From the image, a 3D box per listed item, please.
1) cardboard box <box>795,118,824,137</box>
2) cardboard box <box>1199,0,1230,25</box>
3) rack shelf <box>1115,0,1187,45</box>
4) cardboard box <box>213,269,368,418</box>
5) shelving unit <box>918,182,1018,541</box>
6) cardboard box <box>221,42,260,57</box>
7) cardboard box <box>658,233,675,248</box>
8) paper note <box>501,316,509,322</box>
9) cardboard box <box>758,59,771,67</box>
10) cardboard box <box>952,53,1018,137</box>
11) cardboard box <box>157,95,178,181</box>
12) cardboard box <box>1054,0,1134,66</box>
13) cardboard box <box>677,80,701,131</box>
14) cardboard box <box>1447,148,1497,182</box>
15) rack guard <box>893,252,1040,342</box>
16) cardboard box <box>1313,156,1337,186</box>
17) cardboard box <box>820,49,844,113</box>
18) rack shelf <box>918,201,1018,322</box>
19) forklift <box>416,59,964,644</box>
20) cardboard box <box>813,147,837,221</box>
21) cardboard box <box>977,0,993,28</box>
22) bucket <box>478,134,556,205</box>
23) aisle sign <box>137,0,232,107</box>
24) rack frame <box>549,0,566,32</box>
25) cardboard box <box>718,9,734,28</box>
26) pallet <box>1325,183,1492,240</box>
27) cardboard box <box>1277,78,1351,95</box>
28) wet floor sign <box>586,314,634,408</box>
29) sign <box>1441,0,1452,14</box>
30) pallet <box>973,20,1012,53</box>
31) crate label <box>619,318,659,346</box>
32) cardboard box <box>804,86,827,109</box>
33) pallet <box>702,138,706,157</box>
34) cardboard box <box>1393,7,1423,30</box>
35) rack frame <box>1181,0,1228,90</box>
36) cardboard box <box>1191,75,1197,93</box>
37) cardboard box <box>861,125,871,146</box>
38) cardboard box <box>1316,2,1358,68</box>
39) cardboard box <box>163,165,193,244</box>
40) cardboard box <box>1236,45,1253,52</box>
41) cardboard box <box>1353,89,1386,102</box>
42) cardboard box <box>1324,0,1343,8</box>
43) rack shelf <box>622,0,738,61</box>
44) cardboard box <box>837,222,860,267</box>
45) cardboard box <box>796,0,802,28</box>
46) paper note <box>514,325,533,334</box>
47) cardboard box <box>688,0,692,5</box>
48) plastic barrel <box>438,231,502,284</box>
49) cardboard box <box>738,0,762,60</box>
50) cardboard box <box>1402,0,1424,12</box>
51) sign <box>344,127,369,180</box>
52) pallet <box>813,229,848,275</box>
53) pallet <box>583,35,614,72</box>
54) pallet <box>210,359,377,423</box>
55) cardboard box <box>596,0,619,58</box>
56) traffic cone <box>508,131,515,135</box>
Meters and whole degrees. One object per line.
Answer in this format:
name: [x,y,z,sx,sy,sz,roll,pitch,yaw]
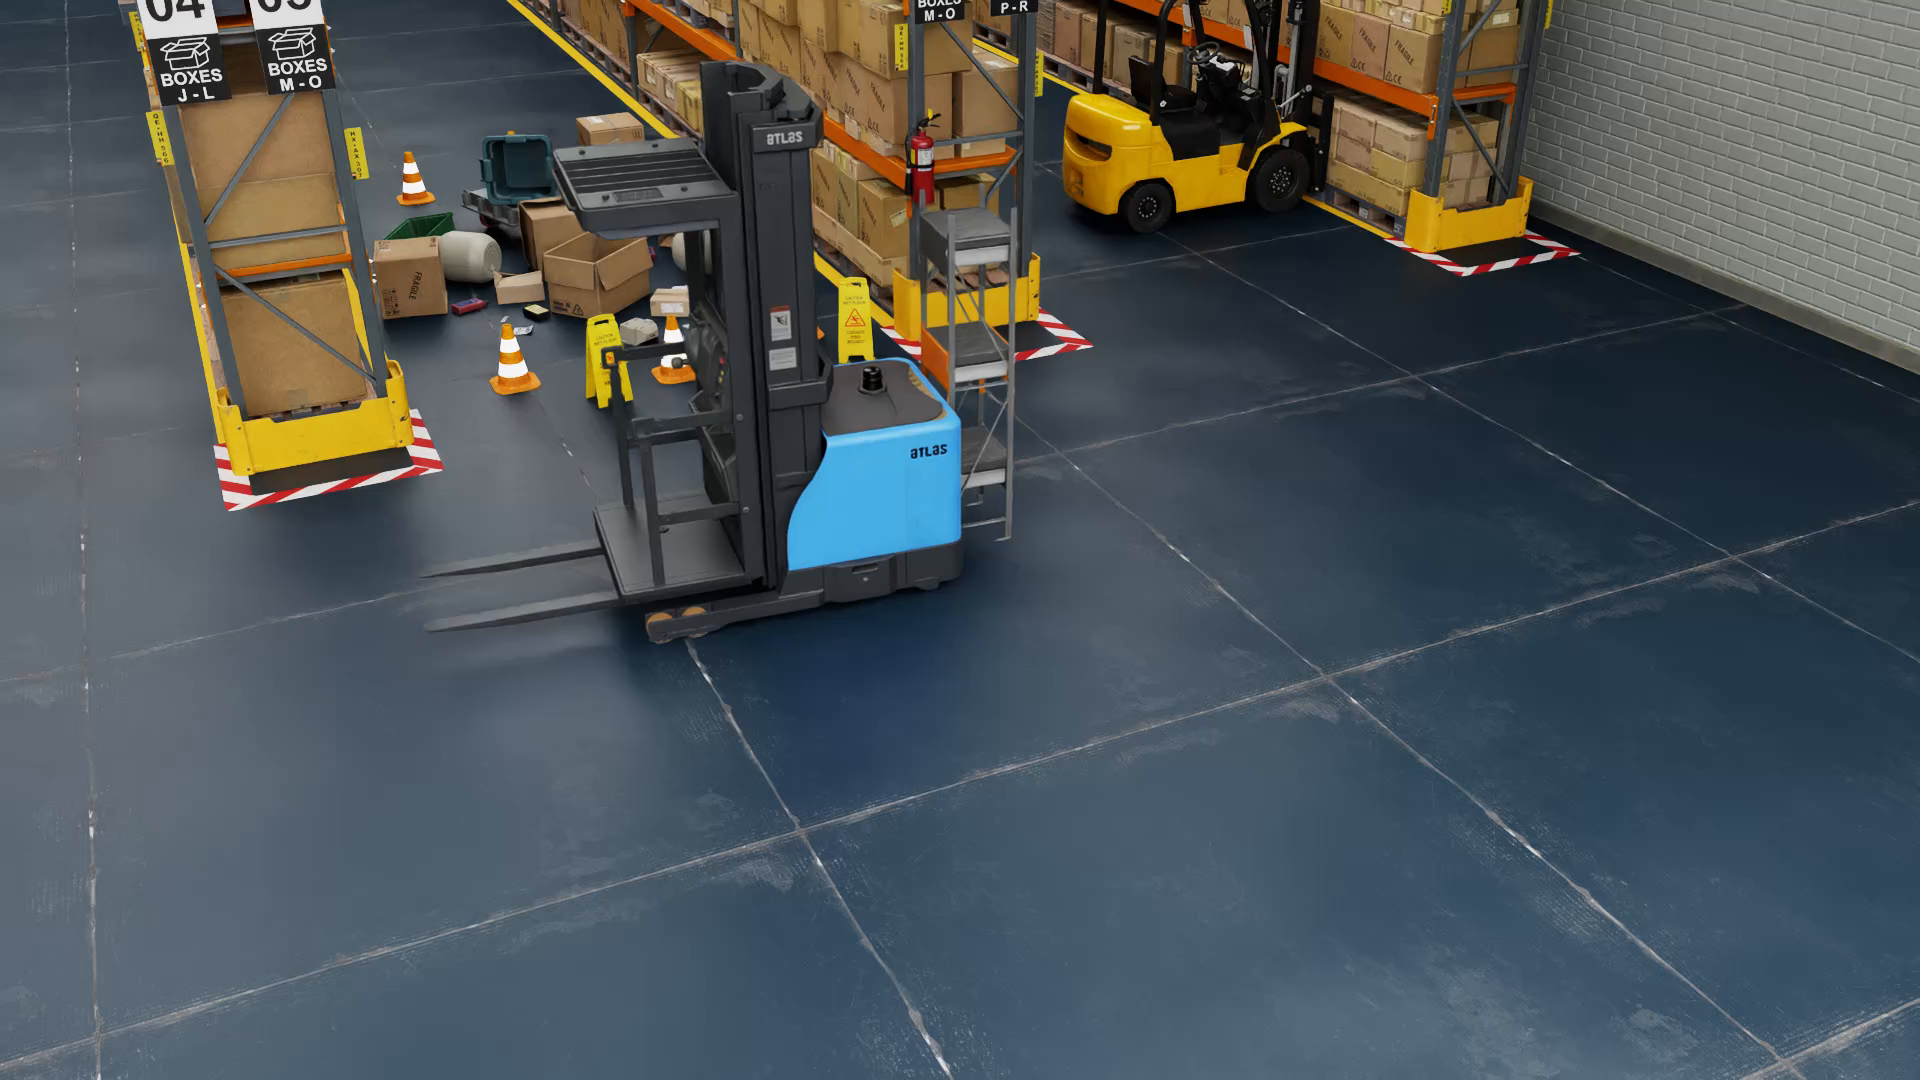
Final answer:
cardboard box: [-1.279,-3.643,14.605,0.380,0.149,0.250,-11,31,-19]
cardboard box: [2.808,-5.616,17.069,0.500,0.500,0.500,-14,32,-23]
rack shelf: [1.995,-6.393,19.292,1.077,0.370,4.000,-13,32,-22]
cardboard box: [-4.689,-1.471,11.522,0.875,0.875,0.875,-13,32,-22]
shelving unit: [0.041,-1.004,9.866,0.431,2.100,0.503,-10,31,-18]
cardboard box: [-4.900,-3.136,11.492,0.875,0.550,0.550,-13,32,-22]
cardboard box: [-2.397,-2.931,14.937,0.500,0.500,0.500,7,30,13]
paper note: [-3.665,-1.778,13.383,0.032,0.001,0.123,2,29,4]
cardboard box: [-1.627,-4.363,15.193,0.380,0.149,0.250,-12,31,-21]
cardboard box: [0.136,-3.453,12.908,0.500,0.500,0.500,-14,32,-23]
cardboard box: [-5.504,-3.099,12.529,0.875,0.550,0.550,-13,32,-22]
cardboard box: [1.679,-6.172,20.162,0.875,0.625,0.625,-12,31,-20]
cardboard box: [-2.467,-4.671,17.744,0.950,0.372,0.625,-12,31,-20]
cardboard box: [4.556,-3.510,15.286,0.500,0.250,0.500,-12,32,-21]
rack guard: [0.056,-1.956,13.200,1.175,0.500,0.348,-13,32,-22]
cardboard box: [3.672,-3.626,16.004,0.500,0.250,0.500,-13,32,-21]
cardboard box: [-0.815,-3.812,13.547,0.500,0.500,0.500,-13,32,-22]
rack shelf: [0.041,-1.603,9.531,0.431,0.518,0.480,-10,31,-18]
forklift: [-1.552,-0.997,9.004,3.031,2.935,1.130,-10,31,-17]
cardboard box: [-0.928,-3.077,14.258,0.500,0.500,0.500,-14,32,-23]
cardboard box: [0.555,-7.048,21.851,0.500,0.500,0.500,-14,32,-23]
bucket: [-3.915,-3.355,14.931,0.726,0.611,0.620,-3,19,-5]
aisle sign: [-4.579,-2.968,9.791,0.394,0.787,0.004,-13,32,-22]
rack frame: [-5.063,-8.313,21.982,1.000,3.000,0.127,-13,32,-22]
cardboard box: [-2.098,-5.022,15.940,0.380,0.149,0.250,-13,32,-21]
pallet: [4.204,-3.169,15.659,1.003,0.211,1.213,-13,32,-22]
cardboard box: [3.430,-4.285,16.157,0.500,0.250,0.500,-14,32,-23]
wet floor sign: [-2.538,-1.305,11.890,0.267,0.644,0.232,-19,35,-30]
sign: [4.074,-4.557,13.857,0.100,0.325,0.005,-13,32,-22]
pallet: [0.850,-6.712,21.976,1.003,0.211,1.213,-13,32,-22]
crate label: [-2.511,-1.634,12.997,0.298,0.136,0.250,19,34,30]
cardboard box: [-1.108,-3.791,14.173,0.380,0.149,0.250,-13,32,-22]
pallet: [-1.964,-3.907,16.974,1.003,0.211,1.213,-13,32,-22]
cardboard box: [4.032,-4.584,14.565,0.380,0.149,0.250,-13,32,-21]
rack frame: [2.853,-5.823,17.541,1.000,3.000,0.127,-13,32,-22]
cardboard box: [2.782,-4.747,17.492,0.500,0.250,0.500,-13,32,-22]
cardboard box: [-0.564,-3.230,13.172,0.380,0.149,0.250,-14,32,-23]
cardboard box: [3.687,-4.720,15.471,0.500,0.500,0.500,-14,32,-23]
cardboard box: [-6.403,-3.153,14.649,1.050,0.750,0.750,-13,32,-22]
cardboard box: [3.239,-5.067,17.551,0.500,0.250,0.500,-12,32,-21]
cardboard box: [4.112,-4.172,15.955,0.500,0.250,0.500,-13,32,-22]
cardboard box: [3.596,-5.039,15.376,0.380,0.149,0.250,-13,32,-22]
rack shelf: [-2.487,-5.349,17.431,1.077,0.370,4.000,-13,32,-22]
cardboard box: [-0.716,-2.527,14.045,0.500,0.250,0.500,-13,32,-22]
cardboard box: [-0.939,-4.480,13.717,0.700,0.500,0.500,-13,32,-22]
paper note: [-3.460,-1.664,13.160,0.144,0.017,0.142,-3,29,-5]
cardboard box: [-2.523,-5.476,16.749,0.380,0.149,0.250,-13,32,-22]
plastic barrel: [-4.183,-2.393,14.057,0.512,0.421,0.421,7,30,13]
cardboard box: [-1.691,-4.700,15.131,0.500,0.500,0.500,-13,32,-22]
cardboard box: [4.092,-4.729,14.520,0.380,0.149,0.250,-13,32,-22]
sign: [-3.834,-2.455,10.567,0.100,0.325,0.005,-13,32,-22]
pallet: [-0.780,-2.734,14.883,1.003,0.211,1.213,-13,32,-22]
pallet: [-4.136,-6.232,21.121,1.003,0.211,1.213,-13,32,-22]
pallet: [-4.752,-1.049,11.878,1.003,0.211,1.213,-13,32,-22]
cardboard box: [-3.946,-6.520,20.527,0.875,0.875,0.875,-13,32,-21]
traffic cone: [-4.453,-3.845,16.606,0.336,0.463,0.334,-13,32,-22]
